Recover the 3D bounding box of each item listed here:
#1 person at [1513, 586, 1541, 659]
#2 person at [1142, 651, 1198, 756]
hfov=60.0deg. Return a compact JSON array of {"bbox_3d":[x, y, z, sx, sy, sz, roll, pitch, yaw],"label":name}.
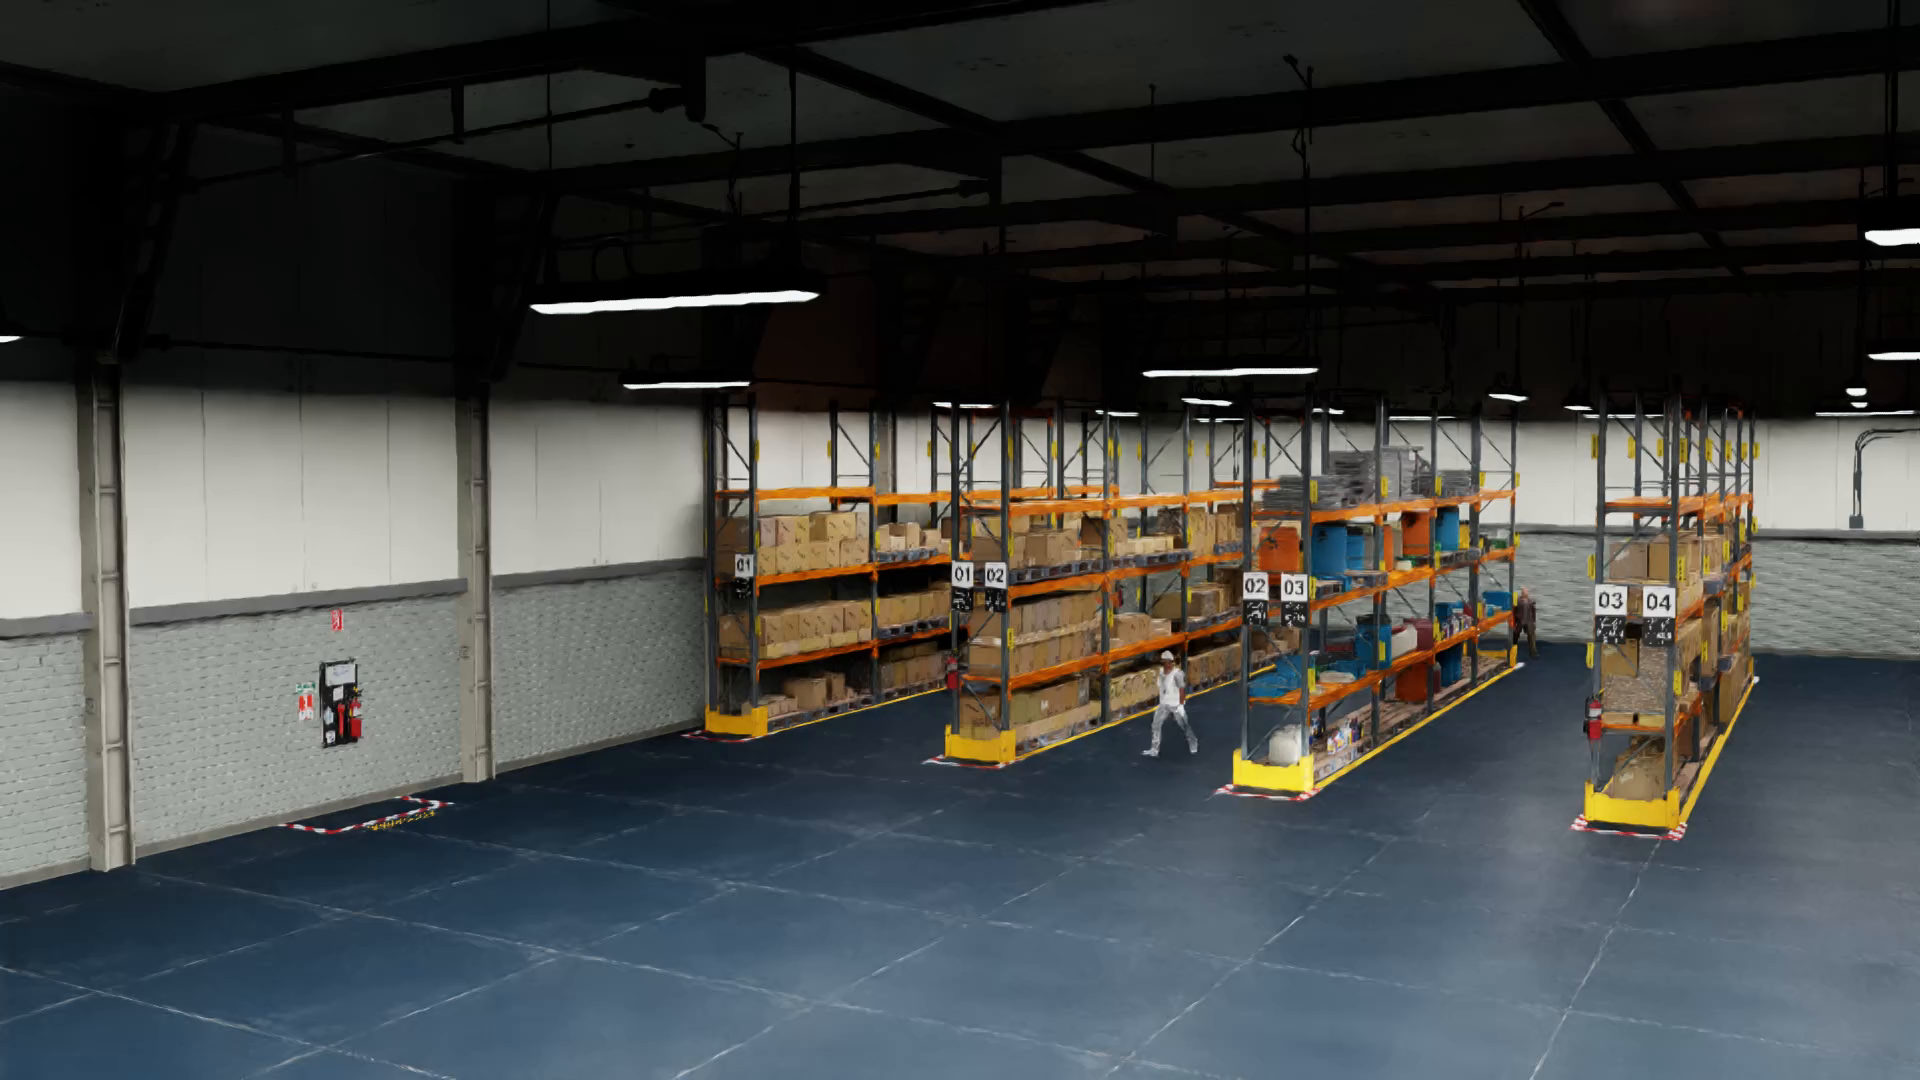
[{"bbox_3d":[13.522,1.970,39.957,0.616,1.749,1.012,0,3,3],"label":"person"},{"bbox_3d":[3.467,2.675,27.213,0.983,1.735,0.606,-3,4,-40],"label":"person"}]
